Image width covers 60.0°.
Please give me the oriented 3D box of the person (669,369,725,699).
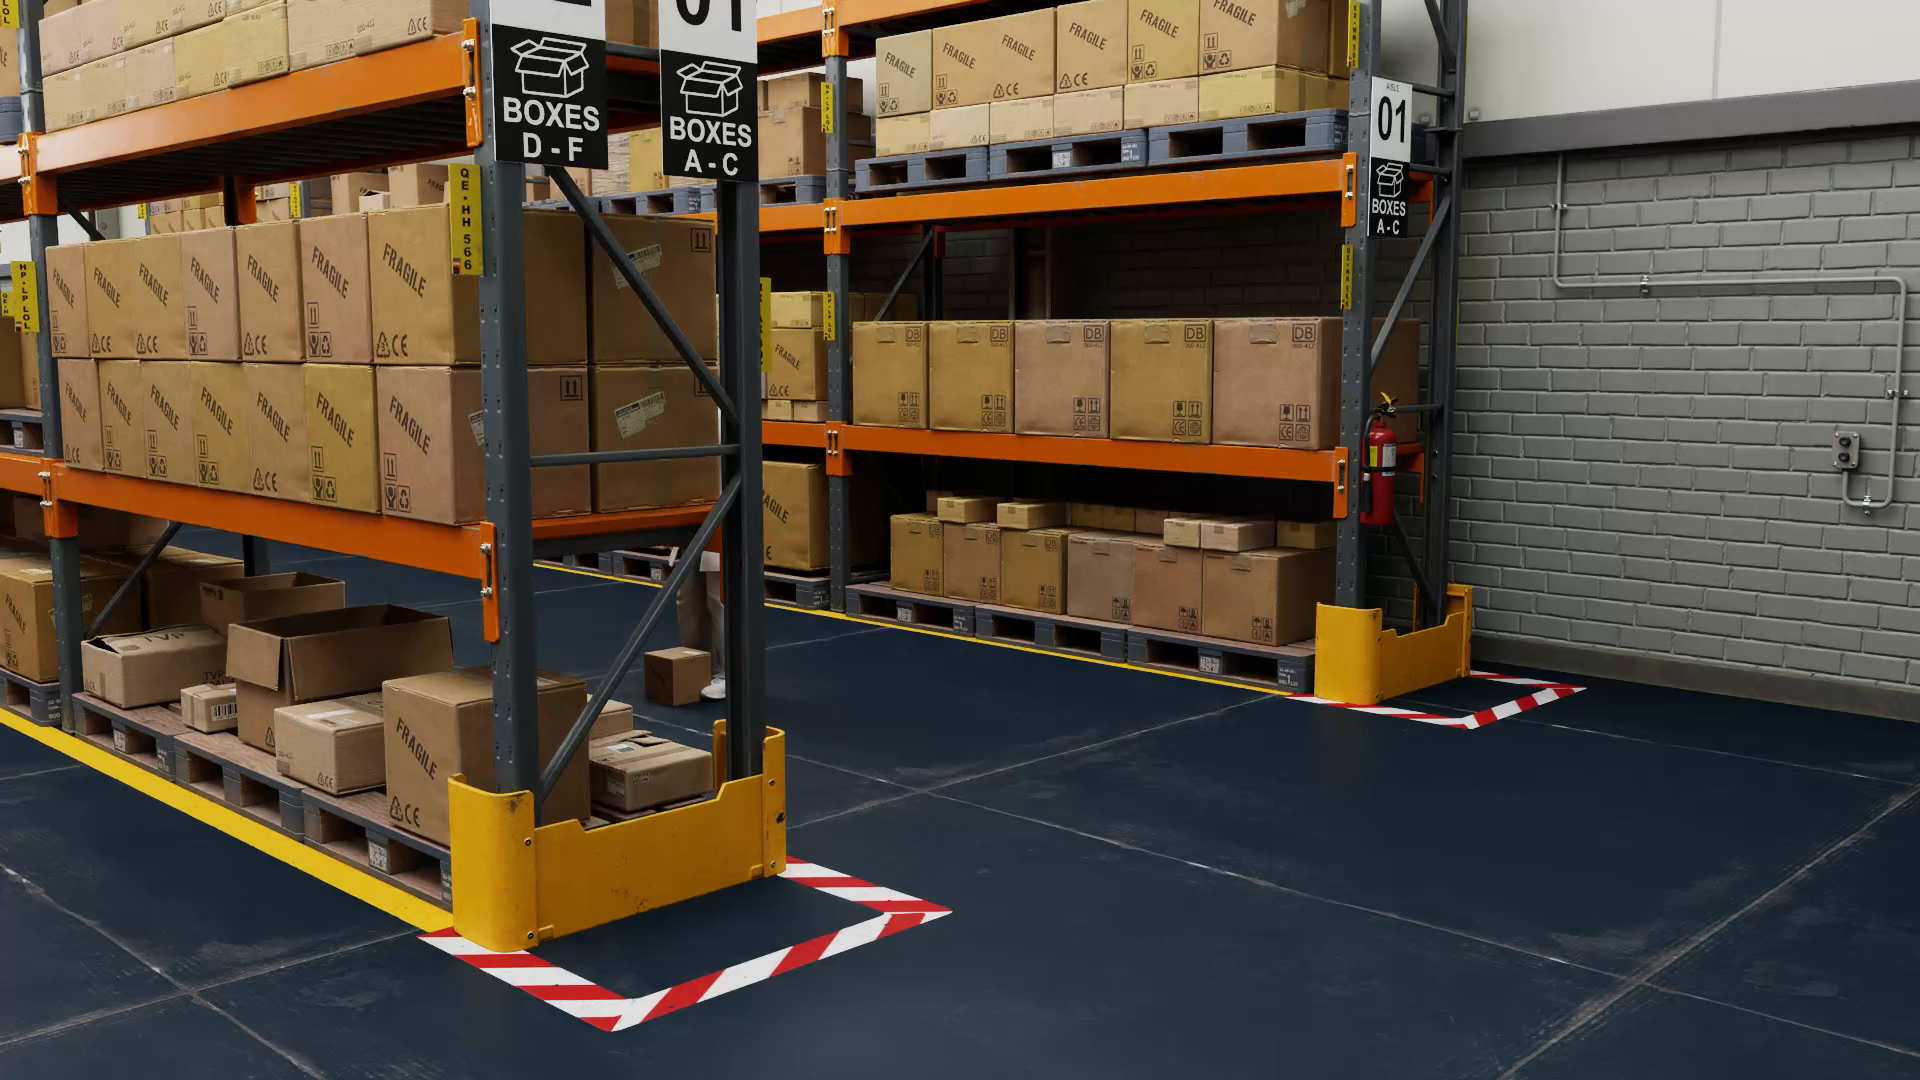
[{"bbox_3d":[-1.320,-0.062,8.830,0.650,1.774,0.417,6,9,43],"label":"person"}]
